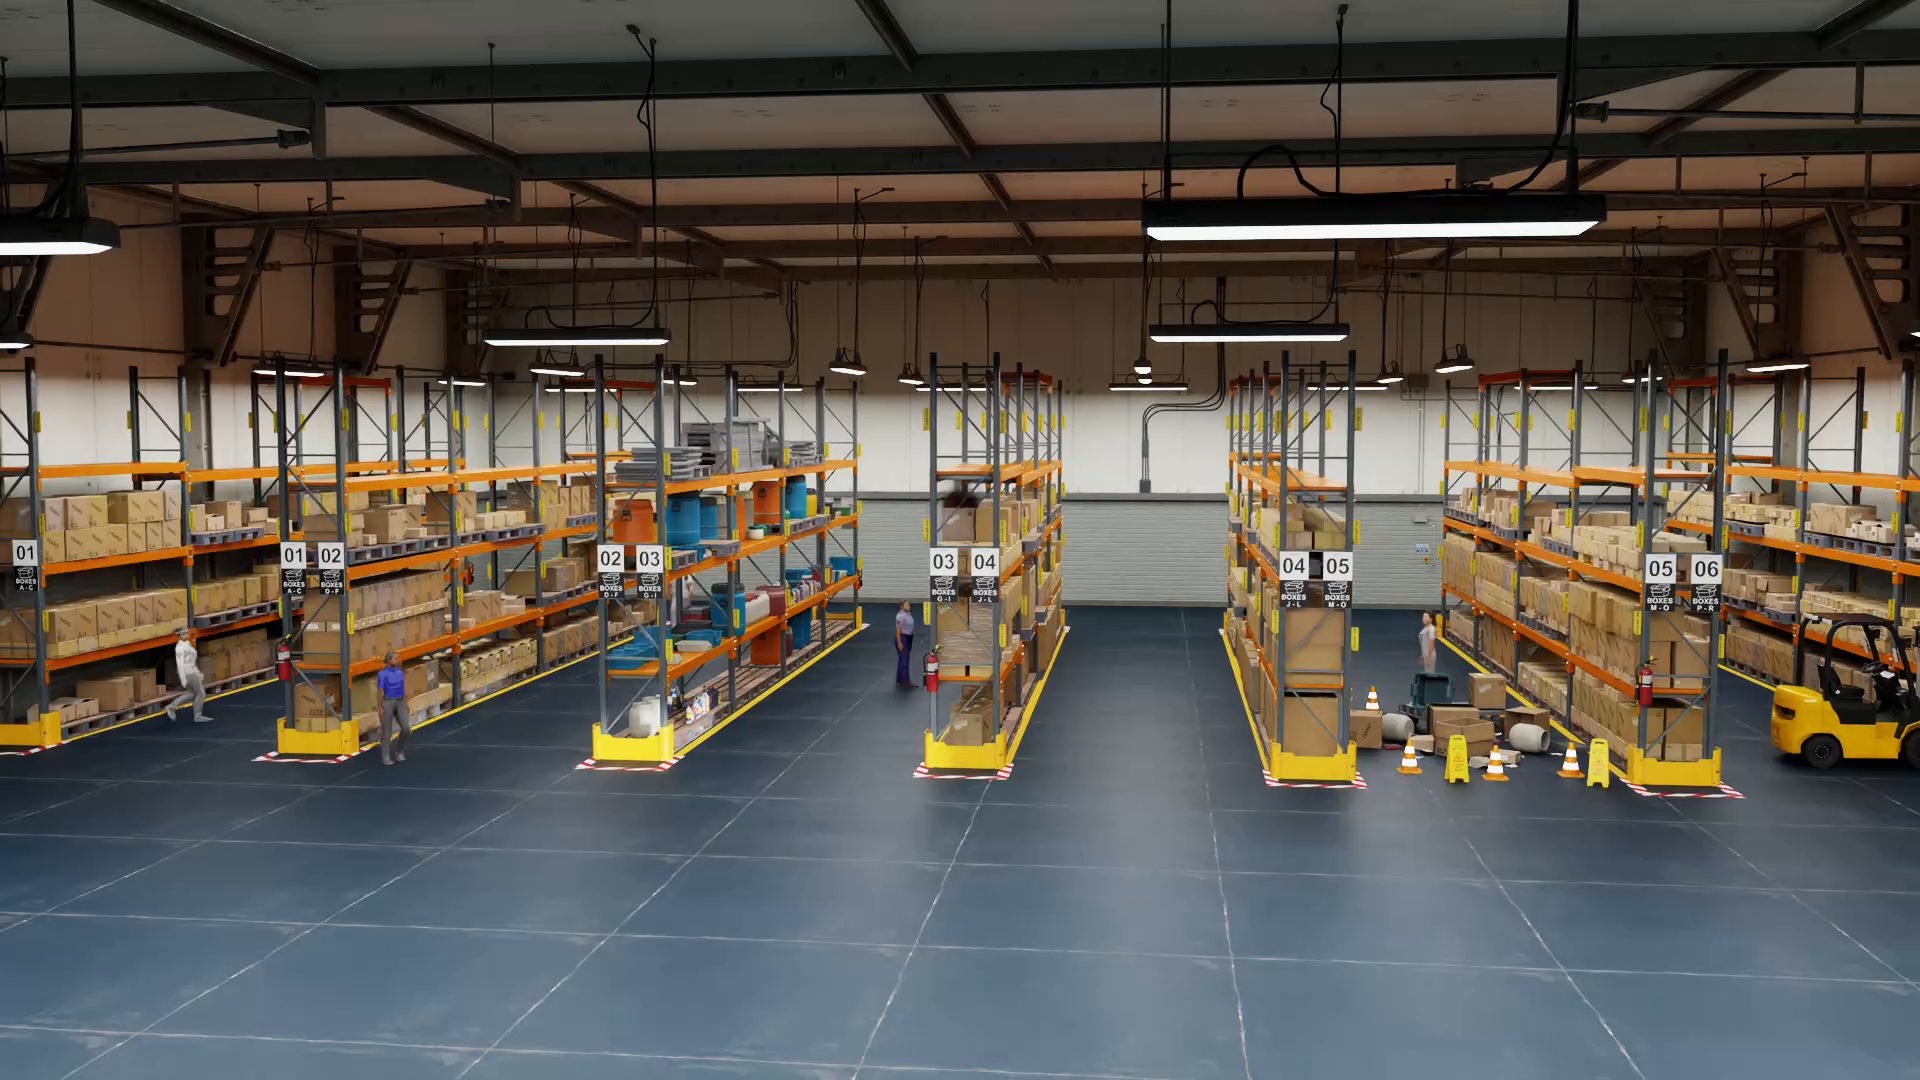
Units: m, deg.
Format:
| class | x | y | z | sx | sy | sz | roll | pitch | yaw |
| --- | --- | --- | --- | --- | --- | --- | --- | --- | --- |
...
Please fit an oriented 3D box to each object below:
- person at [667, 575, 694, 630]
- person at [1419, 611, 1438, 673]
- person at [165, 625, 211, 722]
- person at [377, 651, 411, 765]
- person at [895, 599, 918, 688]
| class | x | y | z | sx | sy | sz | roll | pitch | yaw |
| --- | --- | --- | --- | --- | --- | --- | --- | --- | --- |
| person | -6.653 | 1.362 | 39.505 | 0.679 | 1.764 | 0.986 | 0 | 4 | 6 |
| person | 8.283 | 2.087 | 29.431 | 0.335 | 1.670 | 0.502 | 1 | 4 | 16 |
| person | -12.882 | 2.235 | 27.732 | 0.687 | 1.646 | 0.448 | -2 | 5 | -31 |
| person | -8.364 | 2.469 | 24.477 | 0.404 | 1.657 | 0.518 | 4 | 5 | 41 |
| person | -0.995 | 1.952 | 31.578 | 0.501 | 1.666 | 0.503 | 1 | 4 | 19 |
